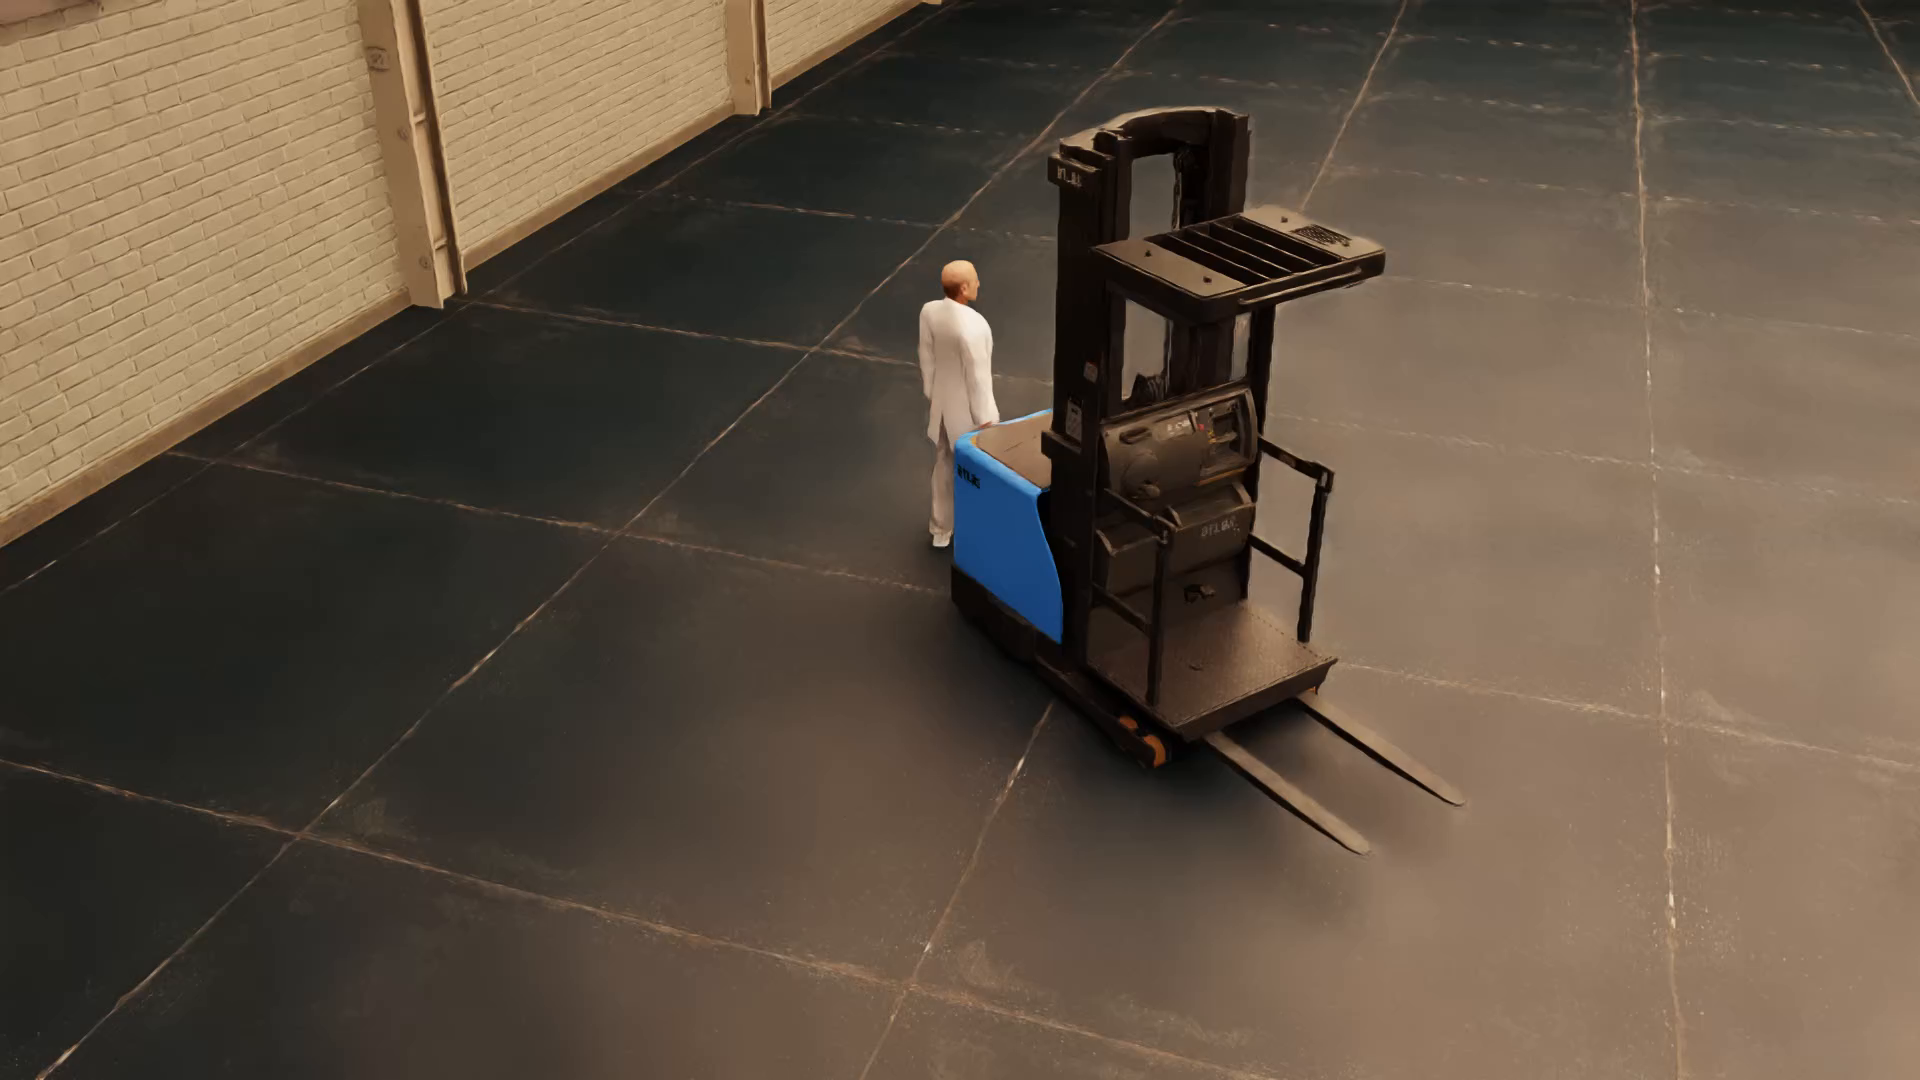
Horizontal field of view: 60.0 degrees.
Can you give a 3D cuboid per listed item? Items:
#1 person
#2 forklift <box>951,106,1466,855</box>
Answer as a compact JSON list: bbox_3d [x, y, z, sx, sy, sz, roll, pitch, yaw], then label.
[{"bbox_3d":[0.050,-0.788,9.687,0.486,1.778,0.585,-19,35,-30],"label":"person"},{"bbox_3d":[1.188,-0.424,7.880,1.130,2.935,3.031,-18,34,-29],"label":"forklift"}]
